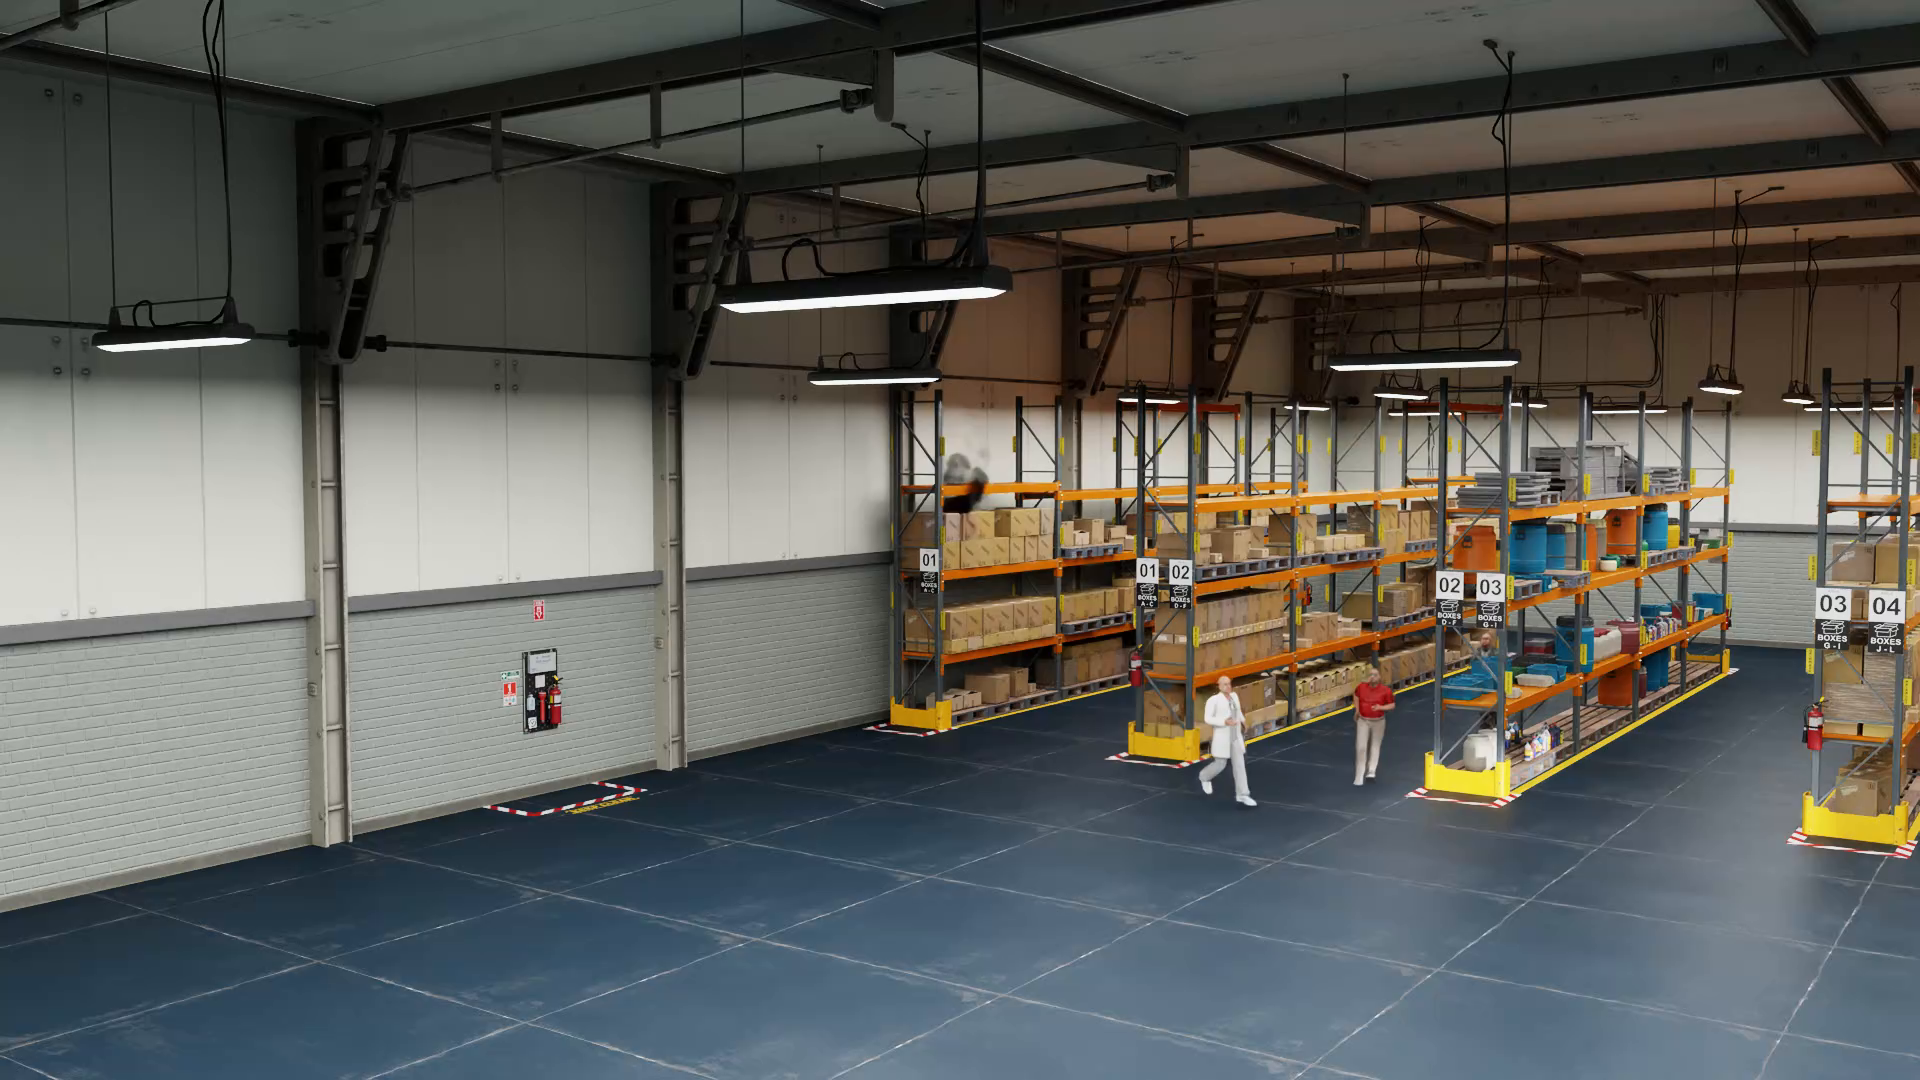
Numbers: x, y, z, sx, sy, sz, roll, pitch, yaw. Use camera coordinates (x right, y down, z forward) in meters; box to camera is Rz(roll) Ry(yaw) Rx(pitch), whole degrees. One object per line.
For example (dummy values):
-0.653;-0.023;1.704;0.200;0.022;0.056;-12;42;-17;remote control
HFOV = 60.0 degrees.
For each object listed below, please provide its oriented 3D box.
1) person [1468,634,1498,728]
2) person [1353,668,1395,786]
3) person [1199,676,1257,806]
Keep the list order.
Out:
9.260;2.499;29.330;0.648;1.677;0.590;2;4;34;person
6.136;2.784;24.702;0.643;1.796;0.755;1;3;21;person
3.757;2.779;23.294;0.727;1.736;1.154;-2;4;-25;person
